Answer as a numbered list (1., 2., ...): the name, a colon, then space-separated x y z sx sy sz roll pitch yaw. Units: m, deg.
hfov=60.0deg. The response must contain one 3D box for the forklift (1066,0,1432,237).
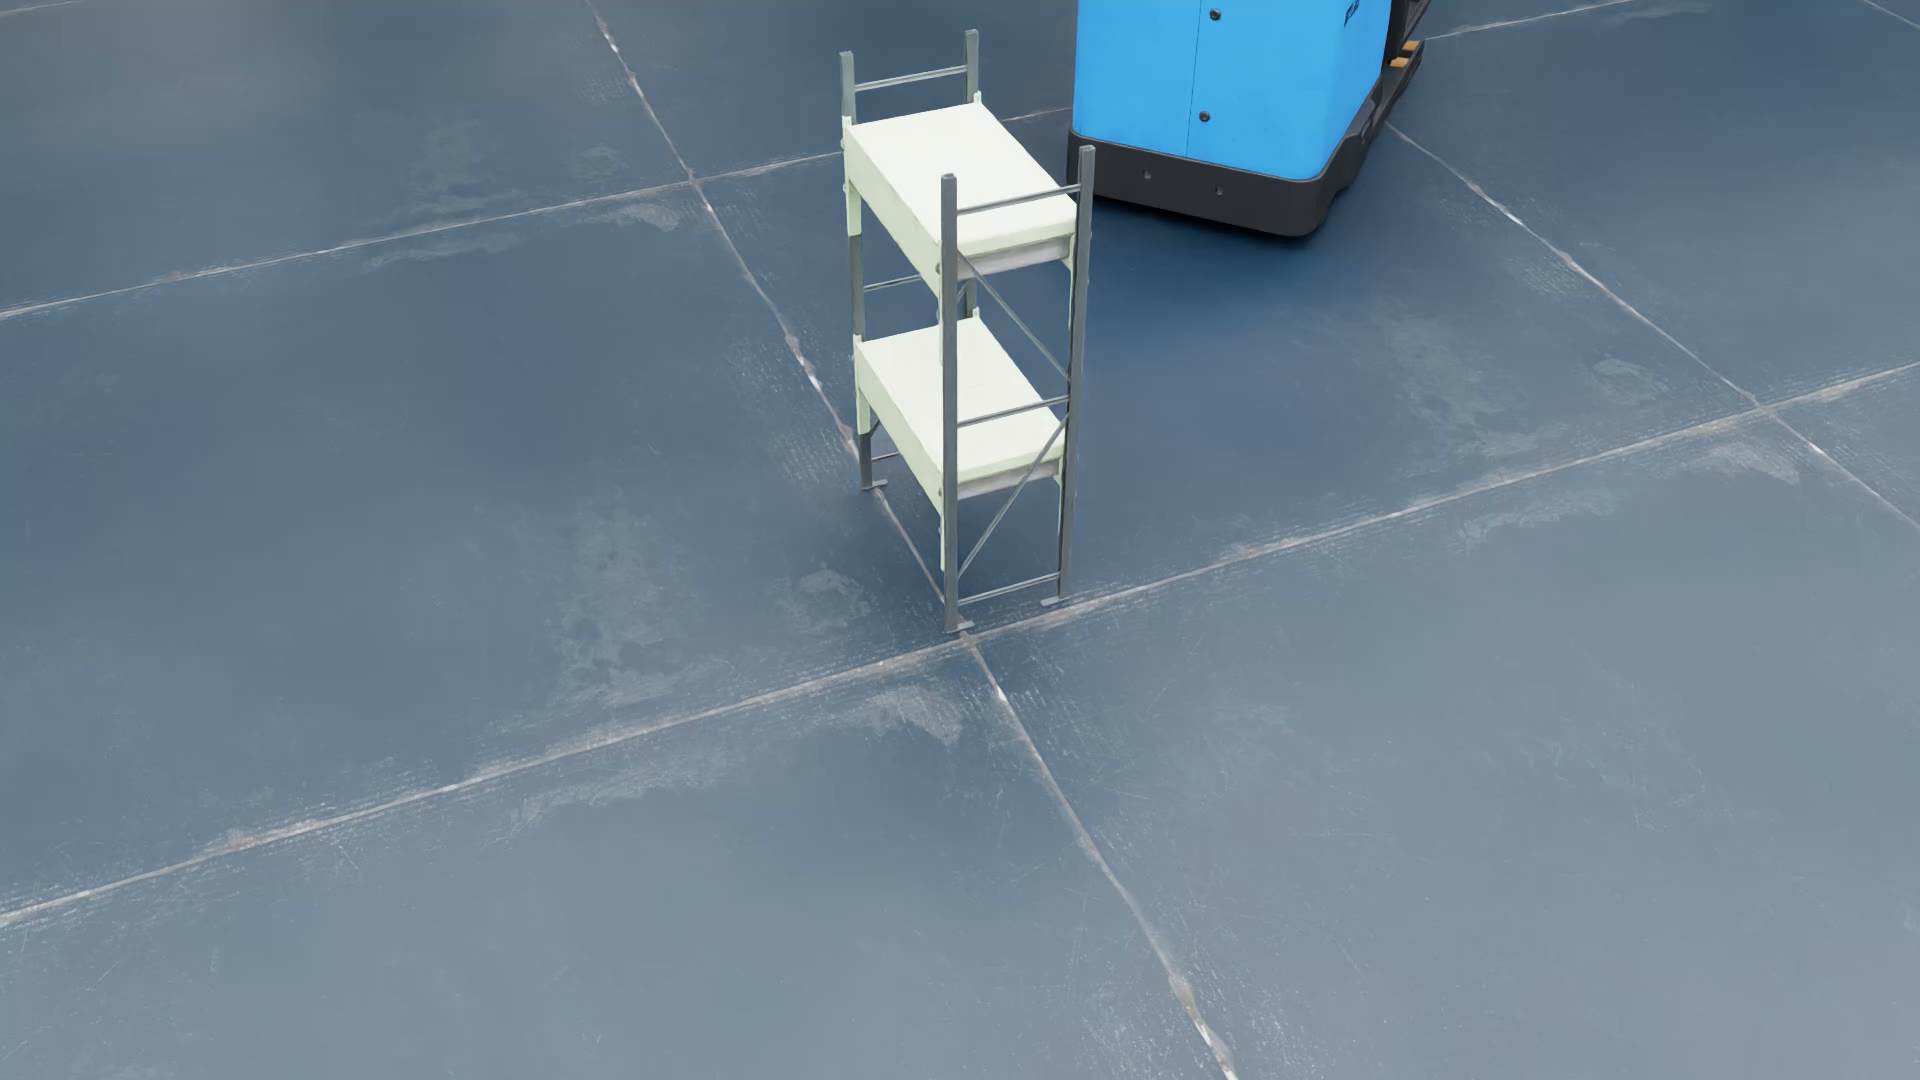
1. forklift: 1.511 -3.264 6.797 1.130 2.935 3.031 17 43 18

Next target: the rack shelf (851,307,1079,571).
1. rack shelf: 0.003 -0.317 4.969 0.431 0.370 0.720 -15 43 -17

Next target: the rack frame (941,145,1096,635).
1. rack frame: 0.143 -0.344 4.500 0.400 1.500 0.023 -15 43 -17

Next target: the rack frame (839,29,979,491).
1. rack frame: -0.137 -0.785 5.013 0.400 1.500 0.023 -15 43 -17

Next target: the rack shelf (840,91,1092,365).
1. rack shelf: 0.003 -0.861 4.502 0.431 0.370 0.720 -15 43 -17

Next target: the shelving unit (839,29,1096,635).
1. shelving unit: 0.003 -0.565 4.756 0.431 1.500 0.755 -15 43 -17
